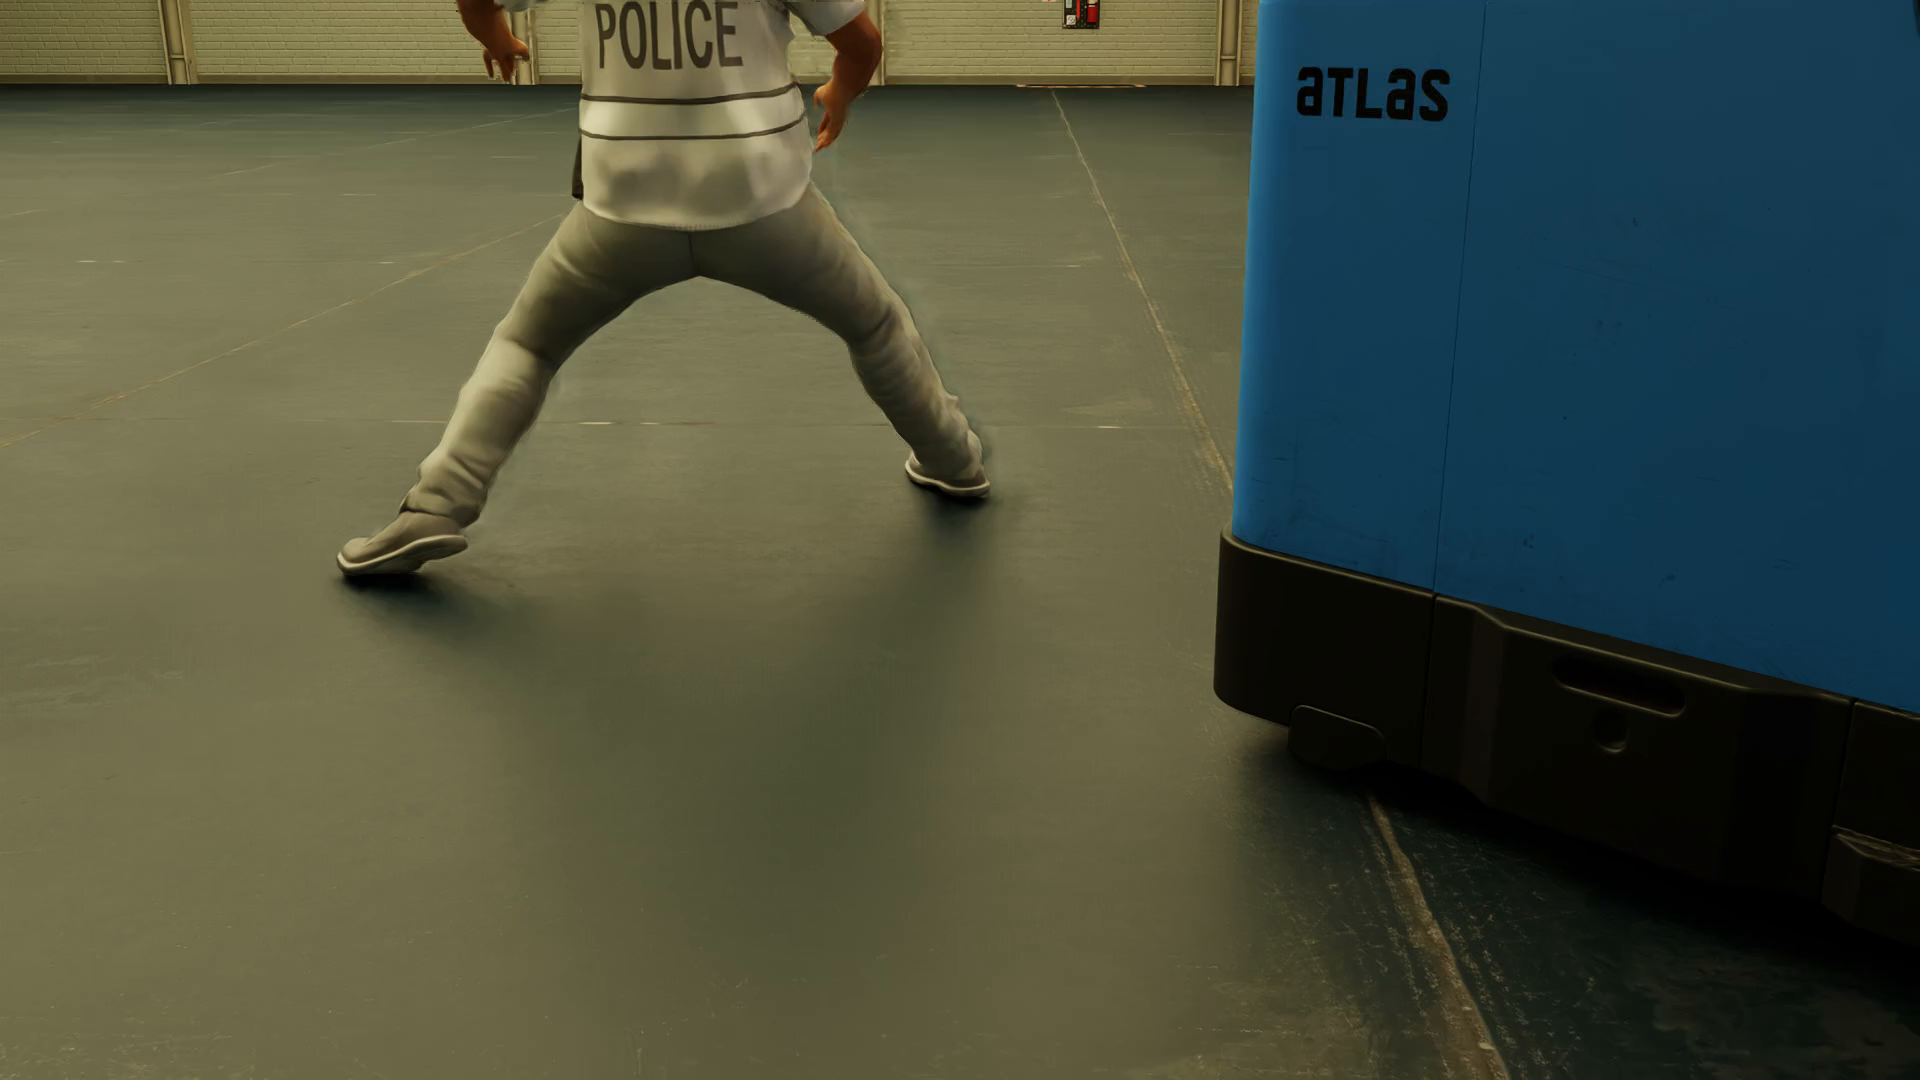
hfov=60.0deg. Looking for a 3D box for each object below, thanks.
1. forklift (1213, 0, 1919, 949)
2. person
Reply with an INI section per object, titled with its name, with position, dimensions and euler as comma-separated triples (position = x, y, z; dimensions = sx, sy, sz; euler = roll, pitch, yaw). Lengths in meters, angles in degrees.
[forklift]
position = 1.777, -0.908, 1.353
dimensions = 3.031, 2.935, 1.130
euler = 16, 23, 42
[person]
position = -0.556, -0.727, 3.249
dimensions = 1.236, 1.478, 0.881
euler = 0, 17, 1
